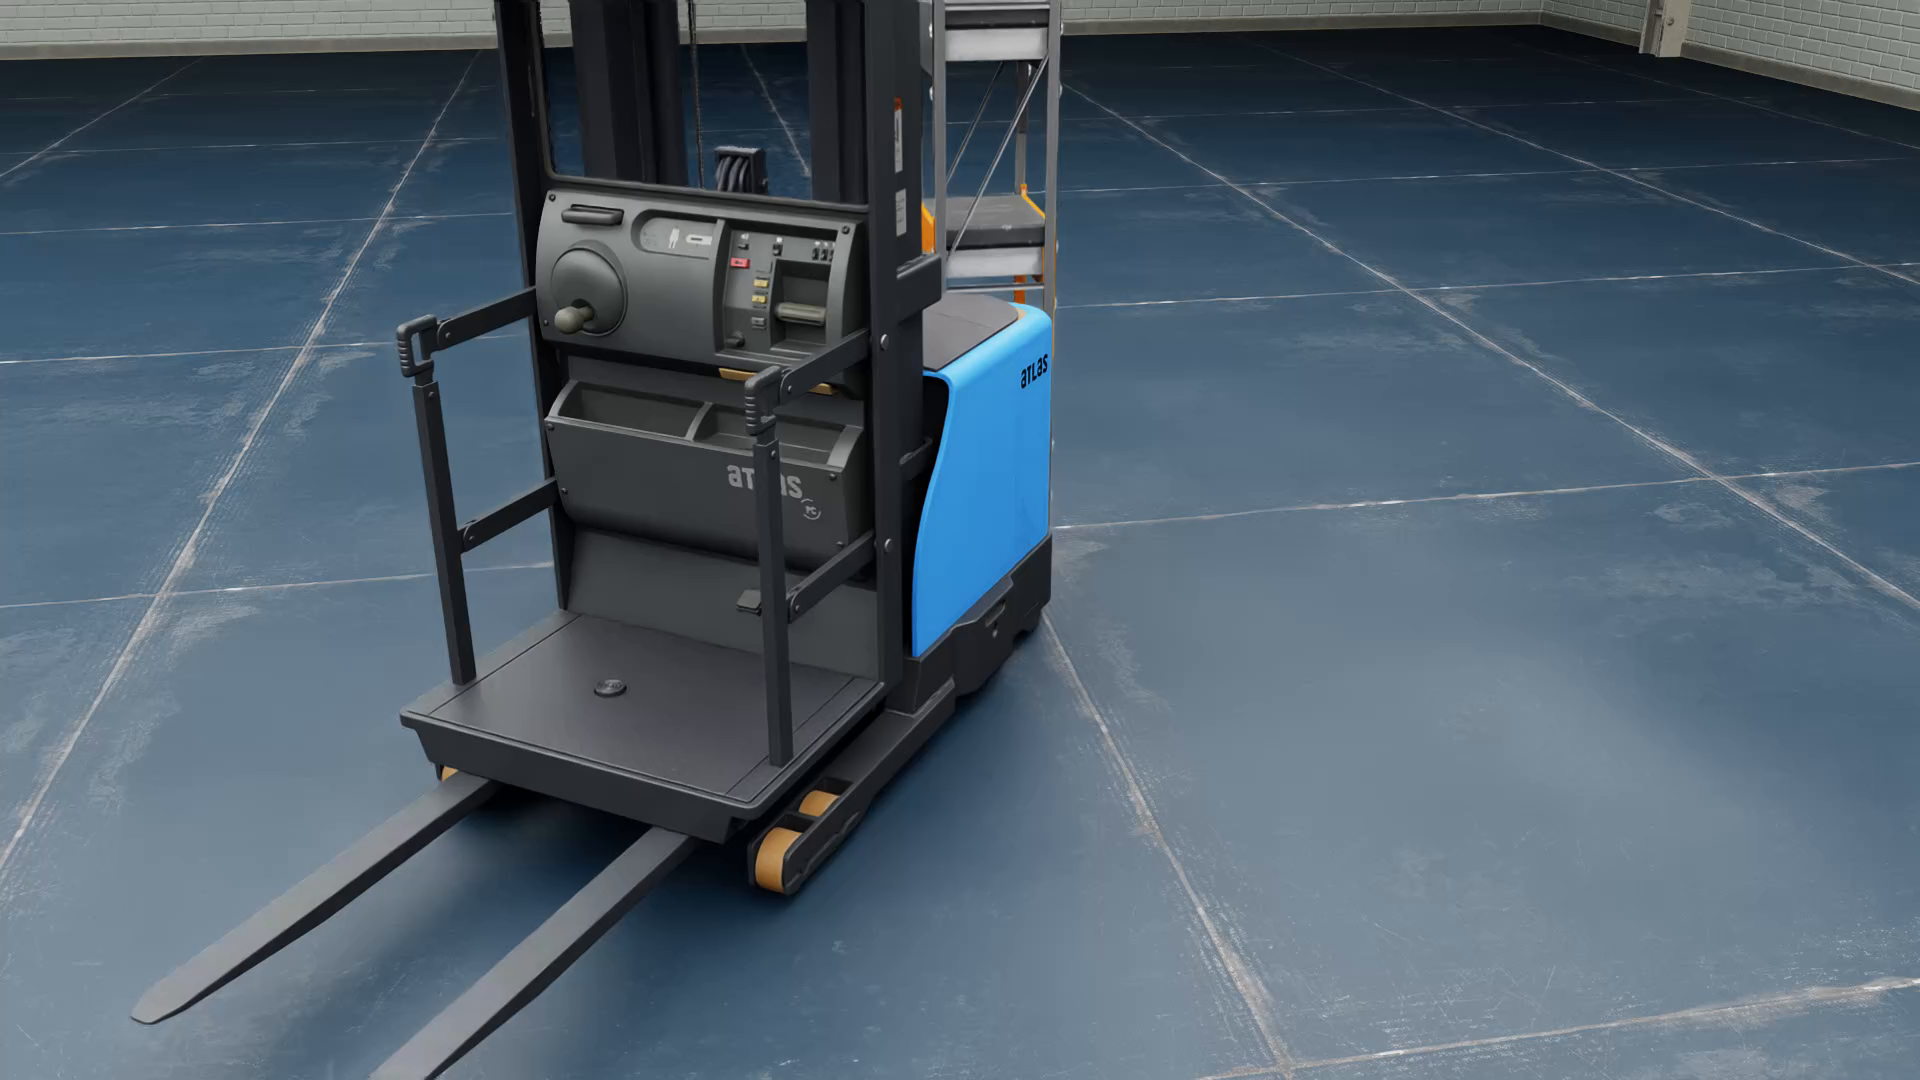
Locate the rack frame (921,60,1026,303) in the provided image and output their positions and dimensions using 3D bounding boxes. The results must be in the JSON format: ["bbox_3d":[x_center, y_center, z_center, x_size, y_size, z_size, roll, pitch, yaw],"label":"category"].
[{"bbox_3d":[0.034,-1.028,5.979,0.400,2.100,0.015,-4,24,-9],"label":"rack frame"}]

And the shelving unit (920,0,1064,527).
[{"bbox_3d":[0.075,-0.931,5.759,0.431,2.100,0.503,-4,24,-9],"label":"shelving unit"}]

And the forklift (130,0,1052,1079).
[{"bbox_3d":[-0.776,-0.647,4.068,1.130,2.935,3.031,11,26,23],"label":"forklift"}]

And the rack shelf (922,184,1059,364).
[{"bbox_3d":[0.075,-0.919,5.765,0.431,0.518,0.480,-4,24,-9],"label":"rack shelf"}]

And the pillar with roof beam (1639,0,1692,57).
[{"bbox_3d":[3.710,-9.310,16.323,9.100,9.000,0.400,-4,24,-10],"label":"pillar with roof beam"}]

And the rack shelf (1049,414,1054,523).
[{"bbox_3d":[0.075,-0.277,6.045,0.431,0.518,0.480,-4,24,-9],"label":"rack shelf"}]

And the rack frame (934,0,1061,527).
[{"bbox_3d":[0.117,-0.835,5.539,0.400,2.100,0.015,-4,24,-9],"label":"rack frame"}]

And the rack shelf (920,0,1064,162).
[{"bbox_3d":[0.075,-1.560,5.484,0.431,0.518,0.480,-4,24,-9],"label":"rack shelf"}]
